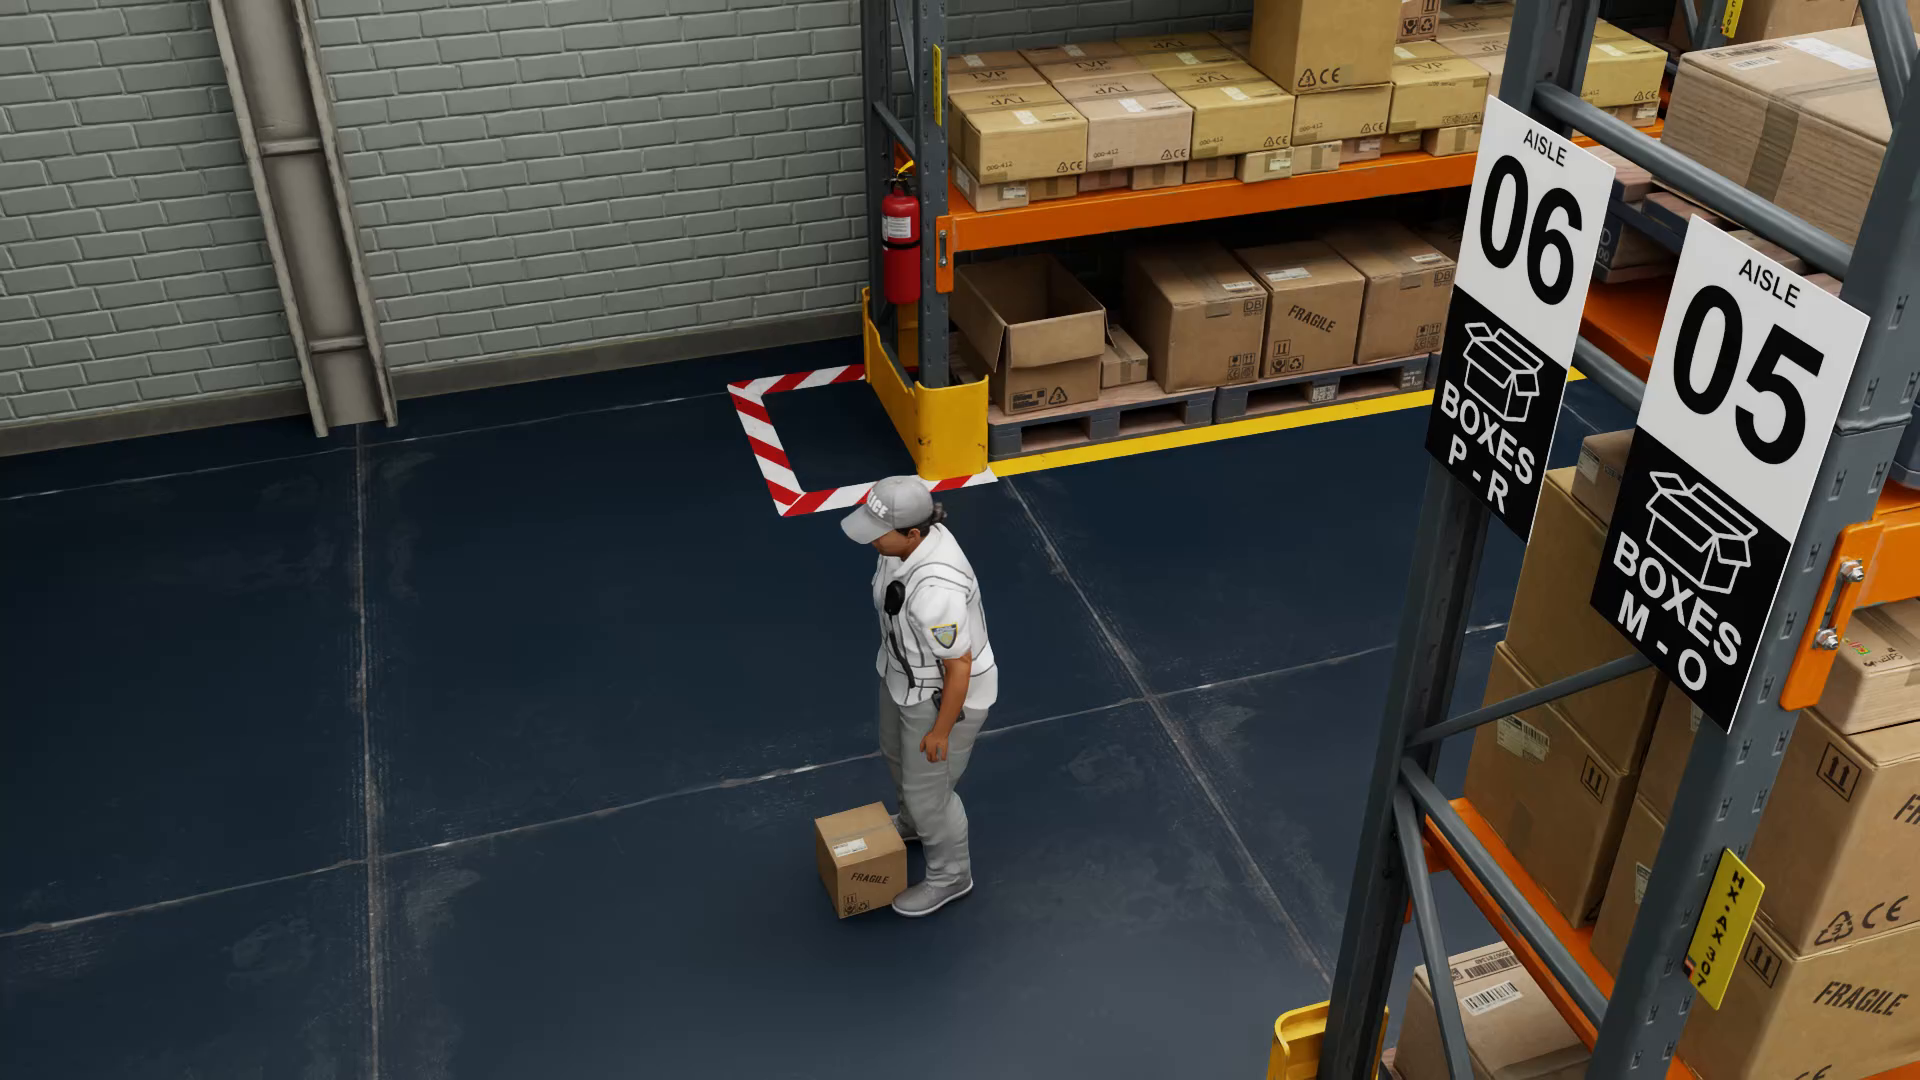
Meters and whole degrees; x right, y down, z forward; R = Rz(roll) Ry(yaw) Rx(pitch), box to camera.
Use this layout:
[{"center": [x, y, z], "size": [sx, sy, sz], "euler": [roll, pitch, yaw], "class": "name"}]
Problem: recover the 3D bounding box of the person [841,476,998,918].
[{"center": [-0.138, 0.484, 5.423], "size": [0.472, 1.666, 0.552], "euler": [-11, 36, -16], "class": "person"}]
